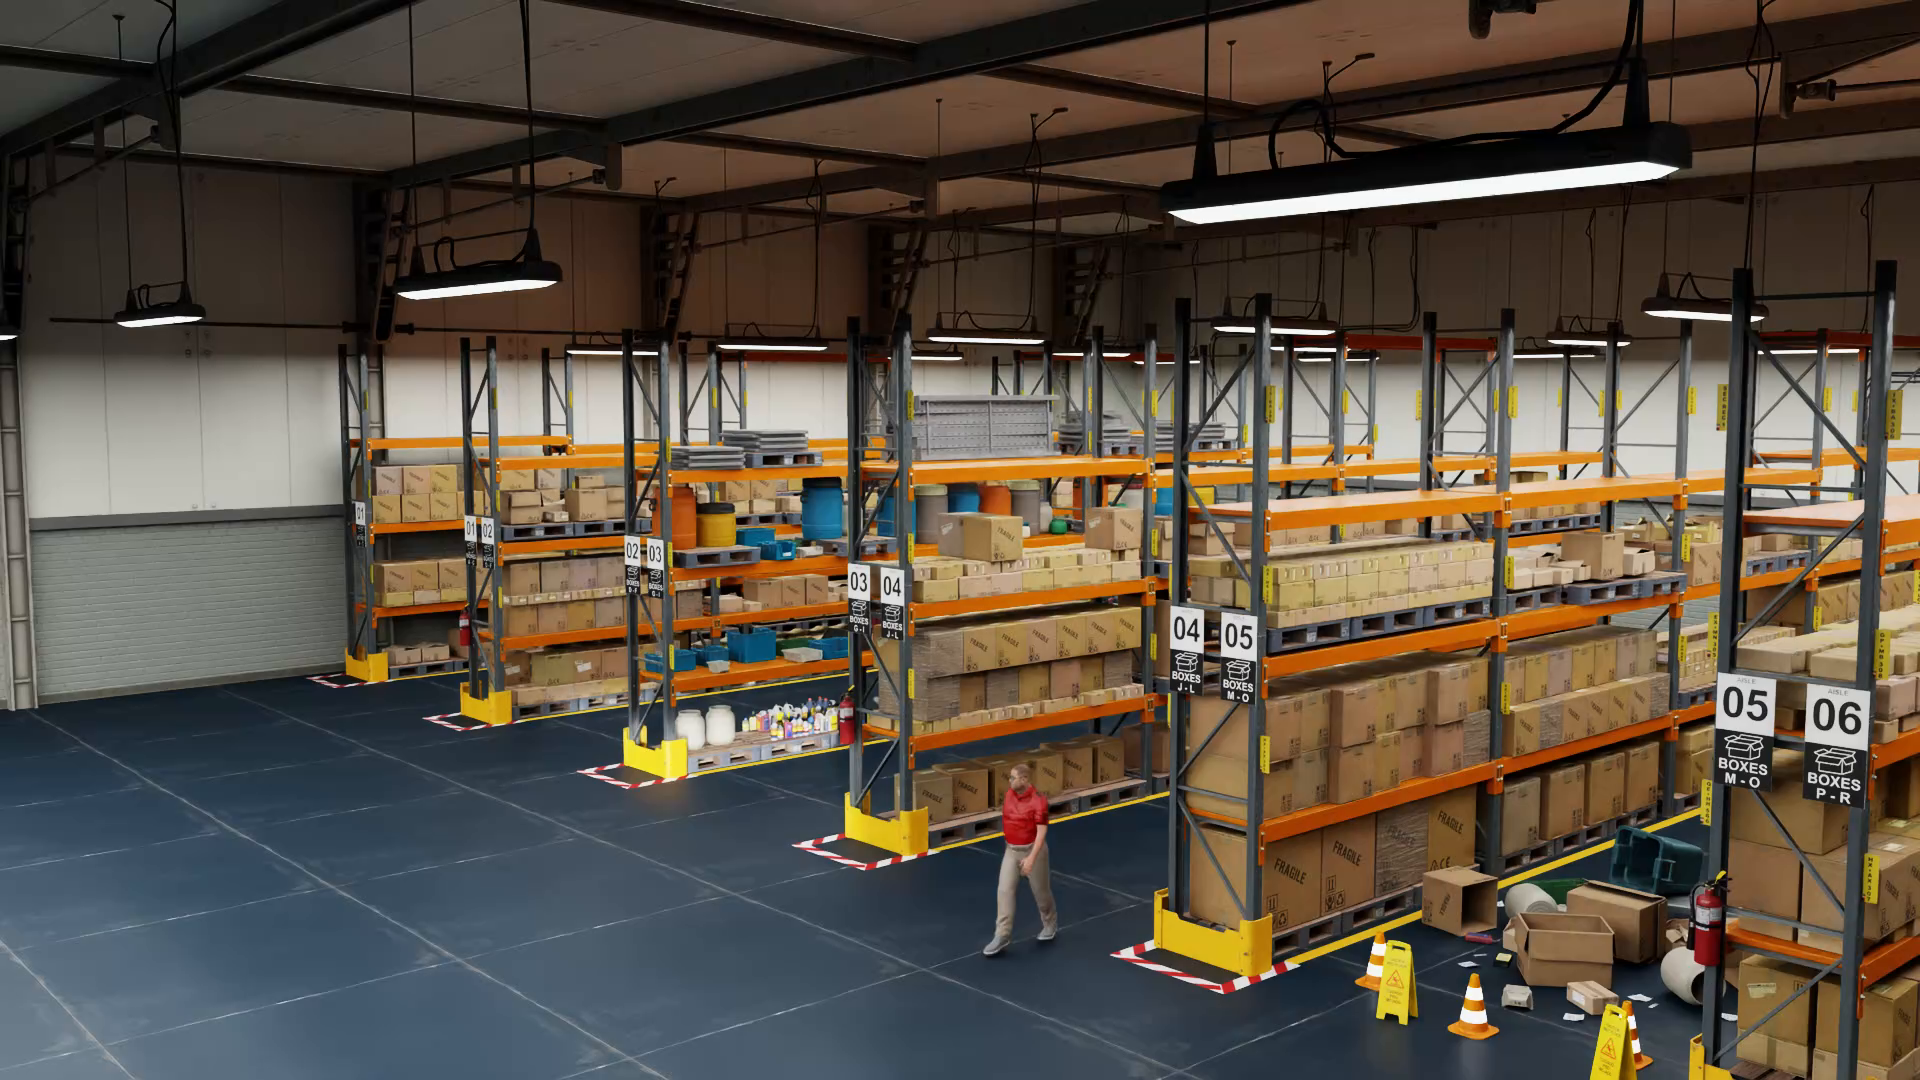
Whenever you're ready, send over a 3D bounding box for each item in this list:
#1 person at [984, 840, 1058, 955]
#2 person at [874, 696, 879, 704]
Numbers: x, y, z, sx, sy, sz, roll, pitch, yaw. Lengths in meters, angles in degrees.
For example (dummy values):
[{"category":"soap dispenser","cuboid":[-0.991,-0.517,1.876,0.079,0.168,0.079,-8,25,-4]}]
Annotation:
[{"category":"person","cuboid":[0.565,3.245,15.450,0.412,1.038,0.924,4,6,38]},{"category":"person","cuboid":[-1.024,1.885,26.643,0.592,1.686,1.013,-2,5,-18]}]
